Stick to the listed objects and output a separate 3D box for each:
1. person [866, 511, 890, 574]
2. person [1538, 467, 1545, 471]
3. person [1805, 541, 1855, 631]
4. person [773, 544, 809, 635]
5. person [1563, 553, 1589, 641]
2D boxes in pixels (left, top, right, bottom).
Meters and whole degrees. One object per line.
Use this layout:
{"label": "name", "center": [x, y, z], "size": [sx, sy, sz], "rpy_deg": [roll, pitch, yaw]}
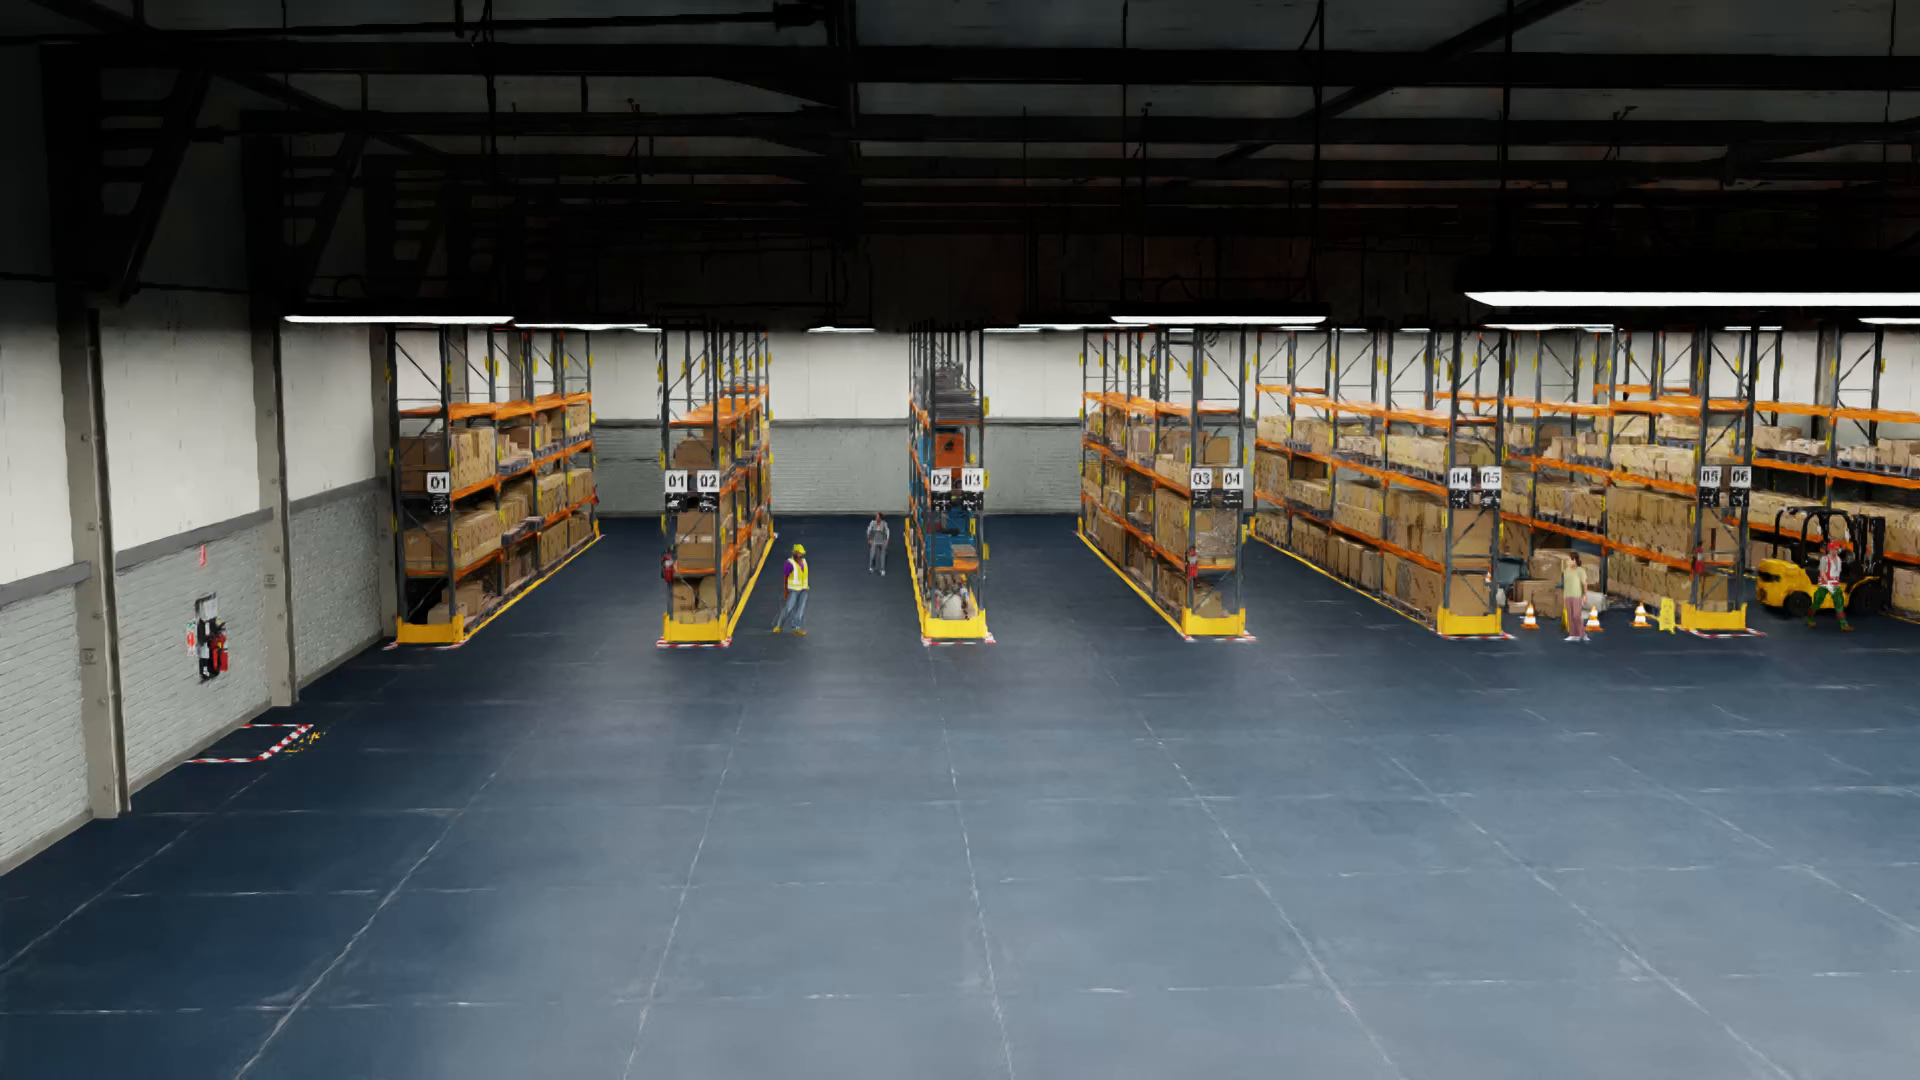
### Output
{"label": "person", "center": [-1.956, 0.066, 39.715], "size": [0.566, 1.539, 0.519], "rpy_deg": [0, 7, -4]}
{"label": "person", "center": [17.881, -1.422, 50.859], "size": [0.448, 1.586, 0.626], "rpy_deg": [-5, 8, -33]}
{"label": "person", "center": [16.888, 0.875, 32.257], "size": [0.528, 1.727, 1.030], "rpy_deg": [-1, 7, -11]}
{"label": "person", "center": [-3.208, 0.939, 31.690], "size": [0.732, 1.757, 0.529], "rpy_deg": [-7, 10, -43]}
{"label": "person", "center": [11.495, 1.064, 31.006], "size": [0.382, 1.665, 0.567], "rpy_deg": [-5, 9, -35]}
